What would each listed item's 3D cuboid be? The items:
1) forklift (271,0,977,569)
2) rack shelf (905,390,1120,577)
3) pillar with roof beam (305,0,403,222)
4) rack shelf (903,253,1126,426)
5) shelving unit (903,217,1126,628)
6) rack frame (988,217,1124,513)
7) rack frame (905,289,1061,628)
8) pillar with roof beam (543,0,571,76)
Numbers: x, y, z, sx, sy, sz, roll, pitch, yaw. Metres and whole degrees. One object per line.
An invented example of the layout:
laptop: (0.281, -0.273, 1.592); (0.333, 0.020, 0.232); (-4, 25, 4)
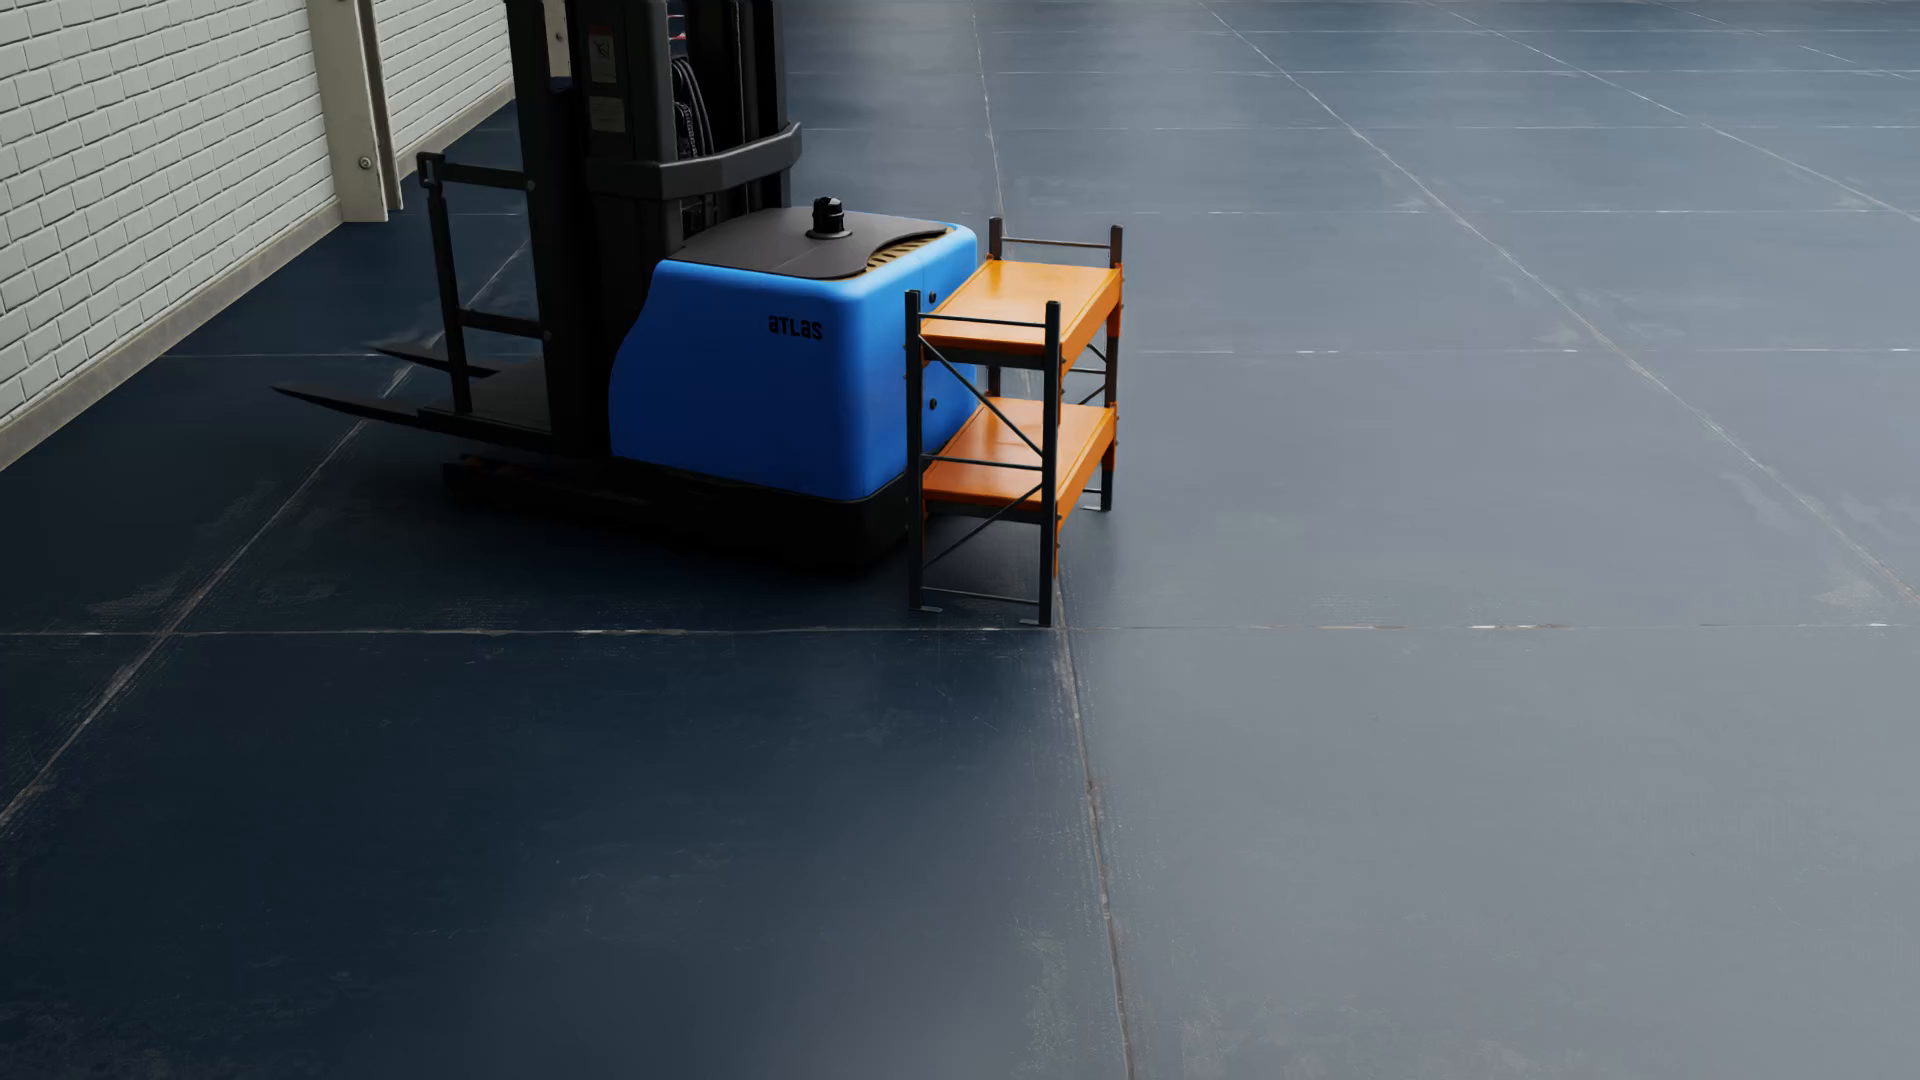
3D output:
forklift: (-1.473, -1.639, 6.318); (3.031, 2.935, 1.130); (12, 27, 24)
rack shelf: (0.211, -0.229, 5.984); (0.538, 0.278, 1.000); (7, 25, 15)
pillar with roof beam: (0.407, -6.275, 9.204); (9.100, 9.000, 0.400); (0, 24, -1)
rack shelf: (0.211, -0.718, 5.762); (0.538, 0.278, 1.000); (7, 25, 15)
shelving unit: (0.211, -0.451, 5.883); (0.538, 1.125, 1.048); (7, 25, 15)
rack frame: (0.353, -0.653, 6.328); (0.500, 1.125, 0.032); (7, 25, 15)
rack frame: (0.070, -0.250, 5.438); (0.500, 1.125, 0.032); (7, 25, 15)
pillar with roof beam: (0.341, -8.747, 14.670); (9.100, 9.000, 0.400); (0, 24, -1)
